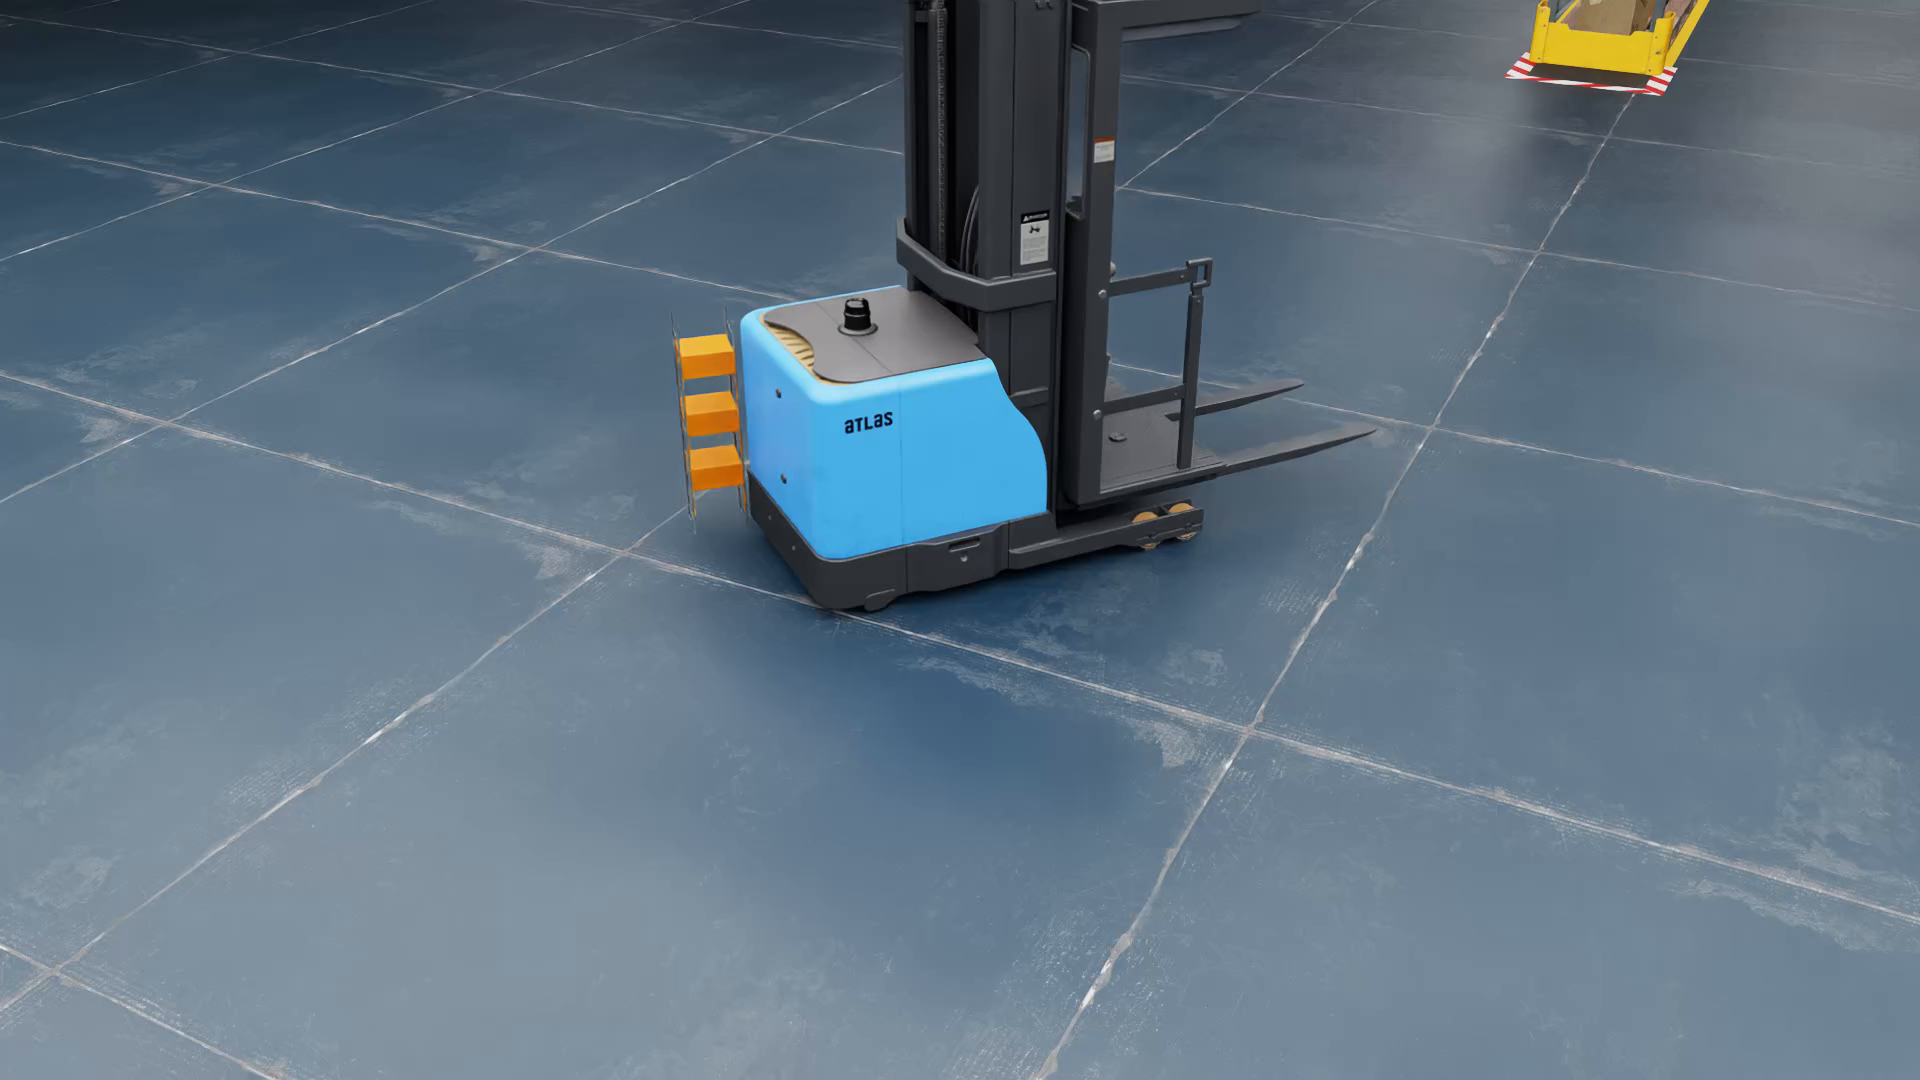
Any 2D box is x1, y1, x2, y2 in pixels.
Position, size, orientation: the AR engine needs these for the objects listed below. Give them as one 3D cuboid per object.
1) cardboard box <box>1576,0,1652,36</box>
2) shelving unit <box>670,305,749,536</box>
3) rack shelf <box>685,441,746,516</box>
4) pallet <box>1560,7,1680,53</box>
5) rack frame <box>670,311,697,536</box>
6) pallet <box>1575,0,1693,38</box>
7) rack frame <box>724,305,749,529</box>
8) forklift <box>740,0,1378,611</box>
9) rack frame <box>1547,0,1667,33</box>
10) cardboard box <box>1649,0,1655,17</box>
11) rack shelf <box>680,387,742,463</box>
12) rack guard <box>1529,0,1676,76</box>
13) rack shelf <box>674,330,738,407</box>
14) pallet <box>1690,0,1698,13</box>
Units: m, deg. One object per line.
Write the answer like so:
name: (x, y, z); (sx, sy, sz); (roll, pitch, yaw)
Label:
cardboard box: (6.165, -5.050, 15.620); (0.500, 0.500, 0.500); (21, 36, 32)
shelving unit: (-1.145, -0.538, 7.633); (0.252, 1.050, 0.215); (-9, 31, -14)
rack shelf: (-1.145, -0.288, 7.777); (0.240, 0.259, 0.215); (-9, 31, -14)
pallet: (6.302, -4.855, 15.993); (1.003, 0.211, 1.213); (14, 33, 23)
rack frame: (-1.262, -0.521, 7.602); (0.008, 1.050, 0.200); (-9, 31, -14)
pallet: (6.859, -5.394, 16.931); (1.003, 0.211, 1.213); (14, 33, 23)
rack frame: (-1.028, -0.556, 7.663); (0.008, 1.050, 0.200); (-9, 31, -14)
forklift: (0.570, -1.455, 7.340); (3.031, 2.935, 1.130); (-13, 32, -22)
rack frame: (5.866, -5.678, 14.626); (1.000, 3.000, 0.127); (14, 33, 23)
cardboard box: (6.407, -5.322, 16.095); (0.500, 0.500, 0.500); (24, 38, 36)
rack shelf: (-1.145, -0.529, 7.638); (0.240, 0.259, 0.215); (-9, 31, -14)
rack guard: (5.900, -4.628, 15.307); (1.175, 0.500, 0.348); (14, 33, 23)
rack shelf: (-1.145, -0.775, 7.497); (0.240, 0.259, 0.215); (-9, 31, -14)
pallet: (7.413, -5.937, 17.876); (1.003, 0.211, 1.213); (14, 33, 23)
